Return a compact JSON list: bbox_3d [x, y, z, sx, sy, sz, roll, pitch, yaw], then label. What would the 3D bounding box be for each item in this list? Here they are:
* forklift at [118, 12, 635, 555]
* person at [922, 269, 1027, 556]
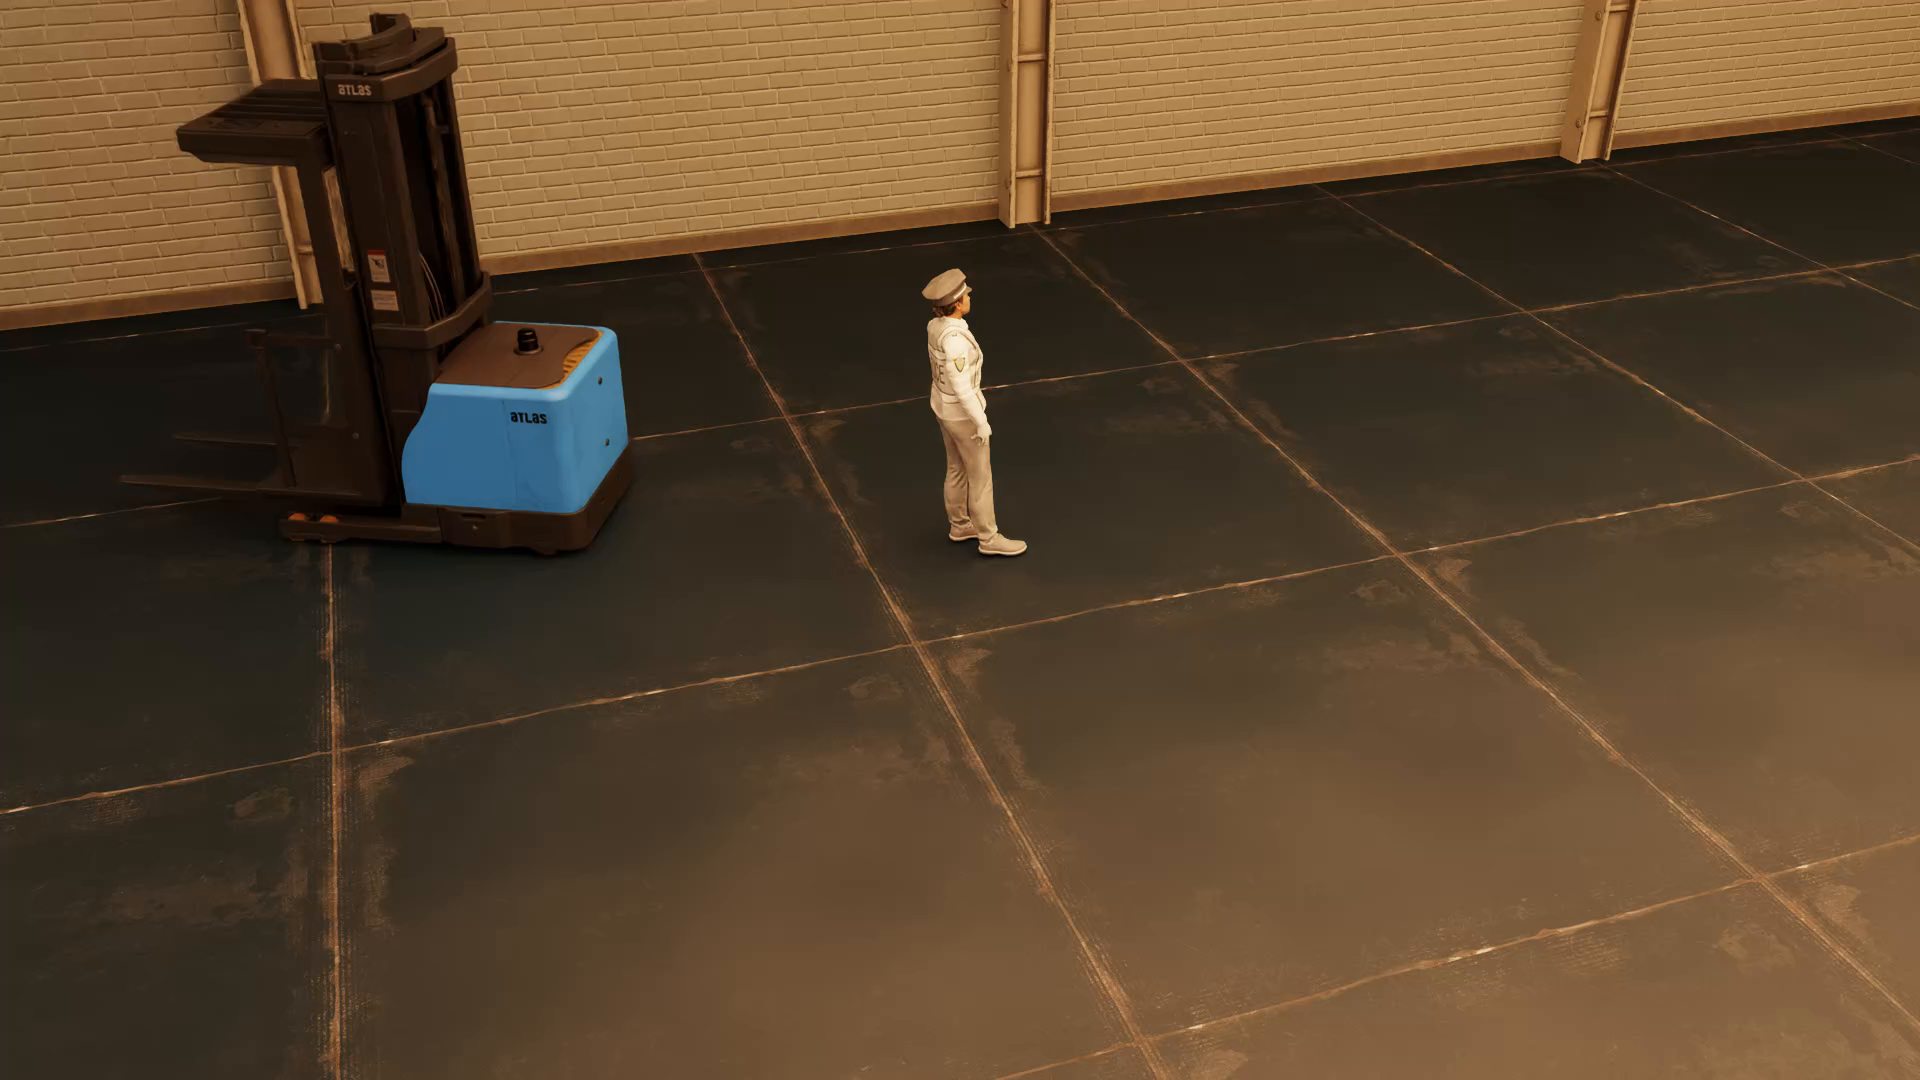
[{"bbox_3d":[-3.632,-1.503,9.699,3.031,2.935,1.130,4,30,7],"label":"forklift"},{"bbox_3d":[0.067,-0.749,9.613,0.531,1.695,0.587,-10,31,-16],"label":"person"}]
